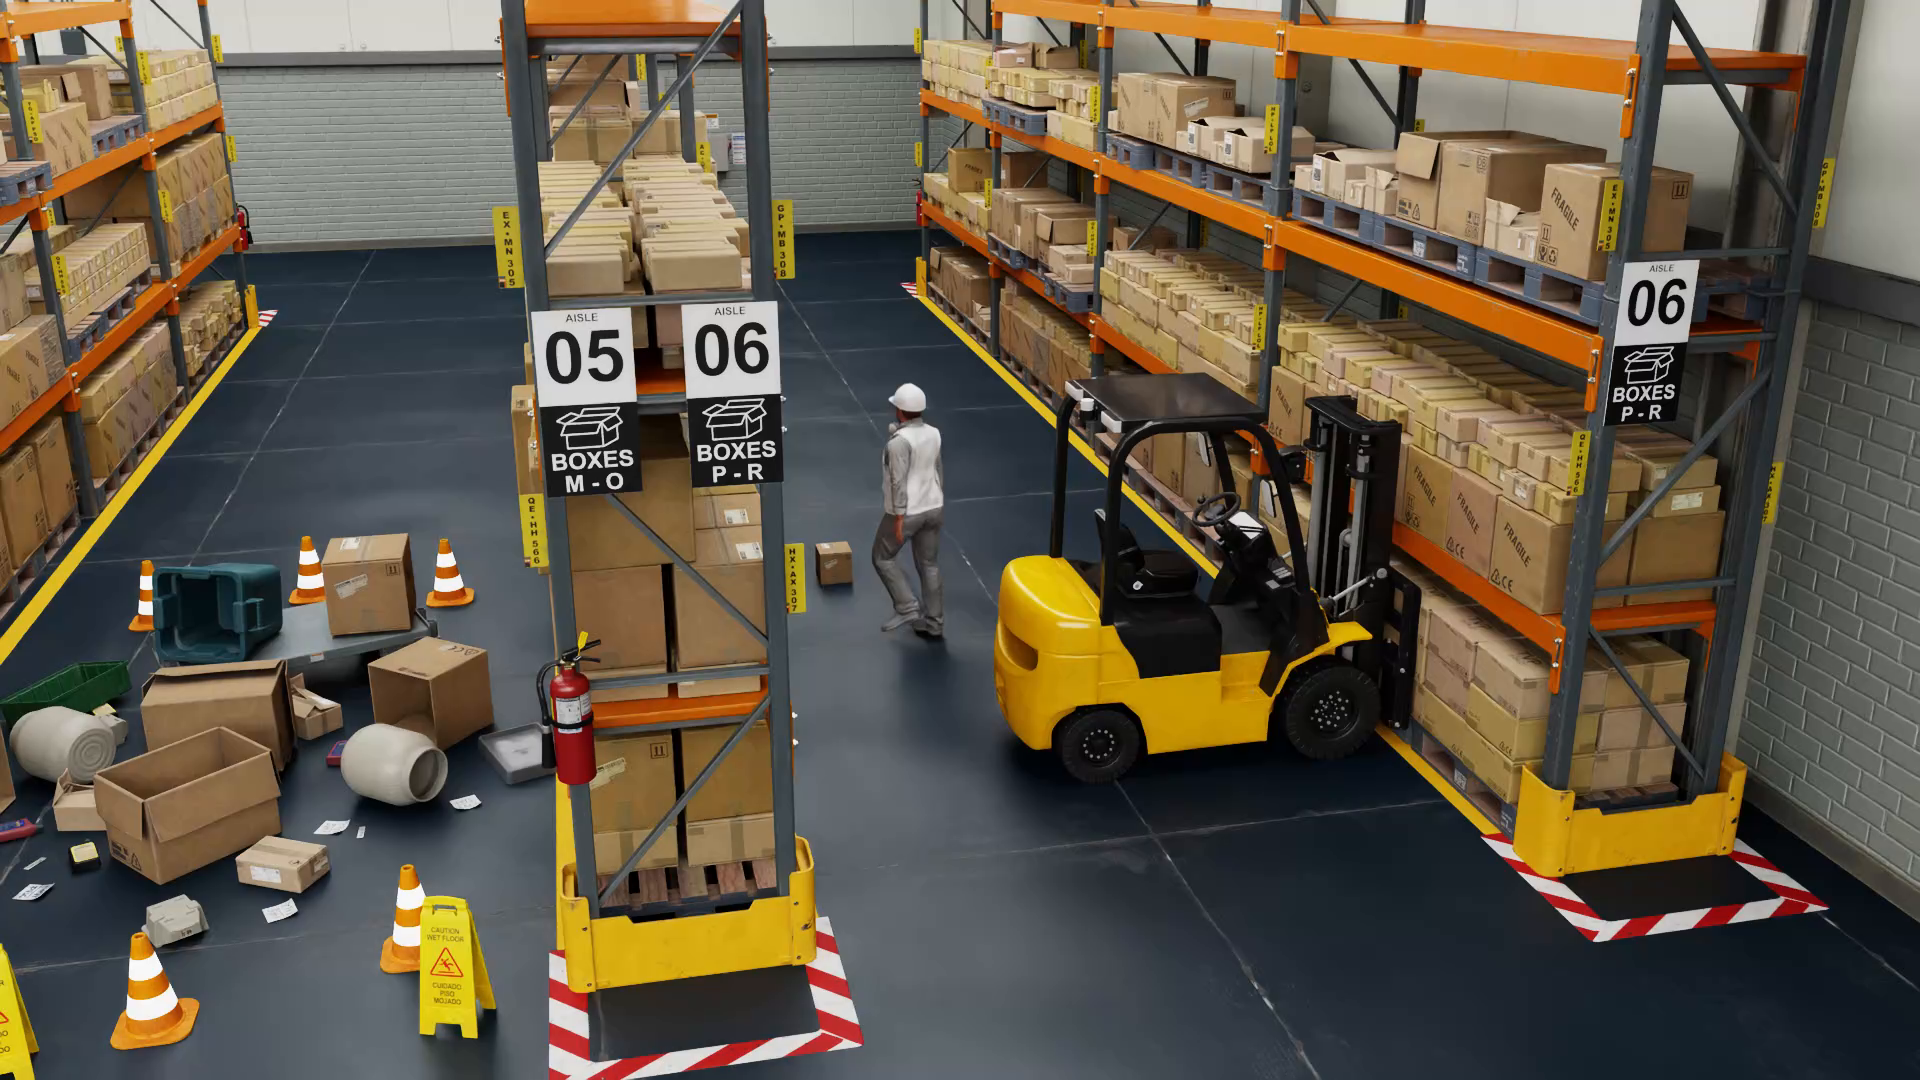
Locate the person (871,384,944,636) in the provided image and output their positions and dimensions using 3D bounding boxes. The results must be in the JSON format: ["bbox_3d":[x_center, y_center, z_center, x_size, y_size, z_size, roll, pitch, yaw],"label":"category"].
[{"bbox_3d":[-0.307,-0.210,11.569,0.529,1.756,0.564,18,26,41],"label":"person"}]
